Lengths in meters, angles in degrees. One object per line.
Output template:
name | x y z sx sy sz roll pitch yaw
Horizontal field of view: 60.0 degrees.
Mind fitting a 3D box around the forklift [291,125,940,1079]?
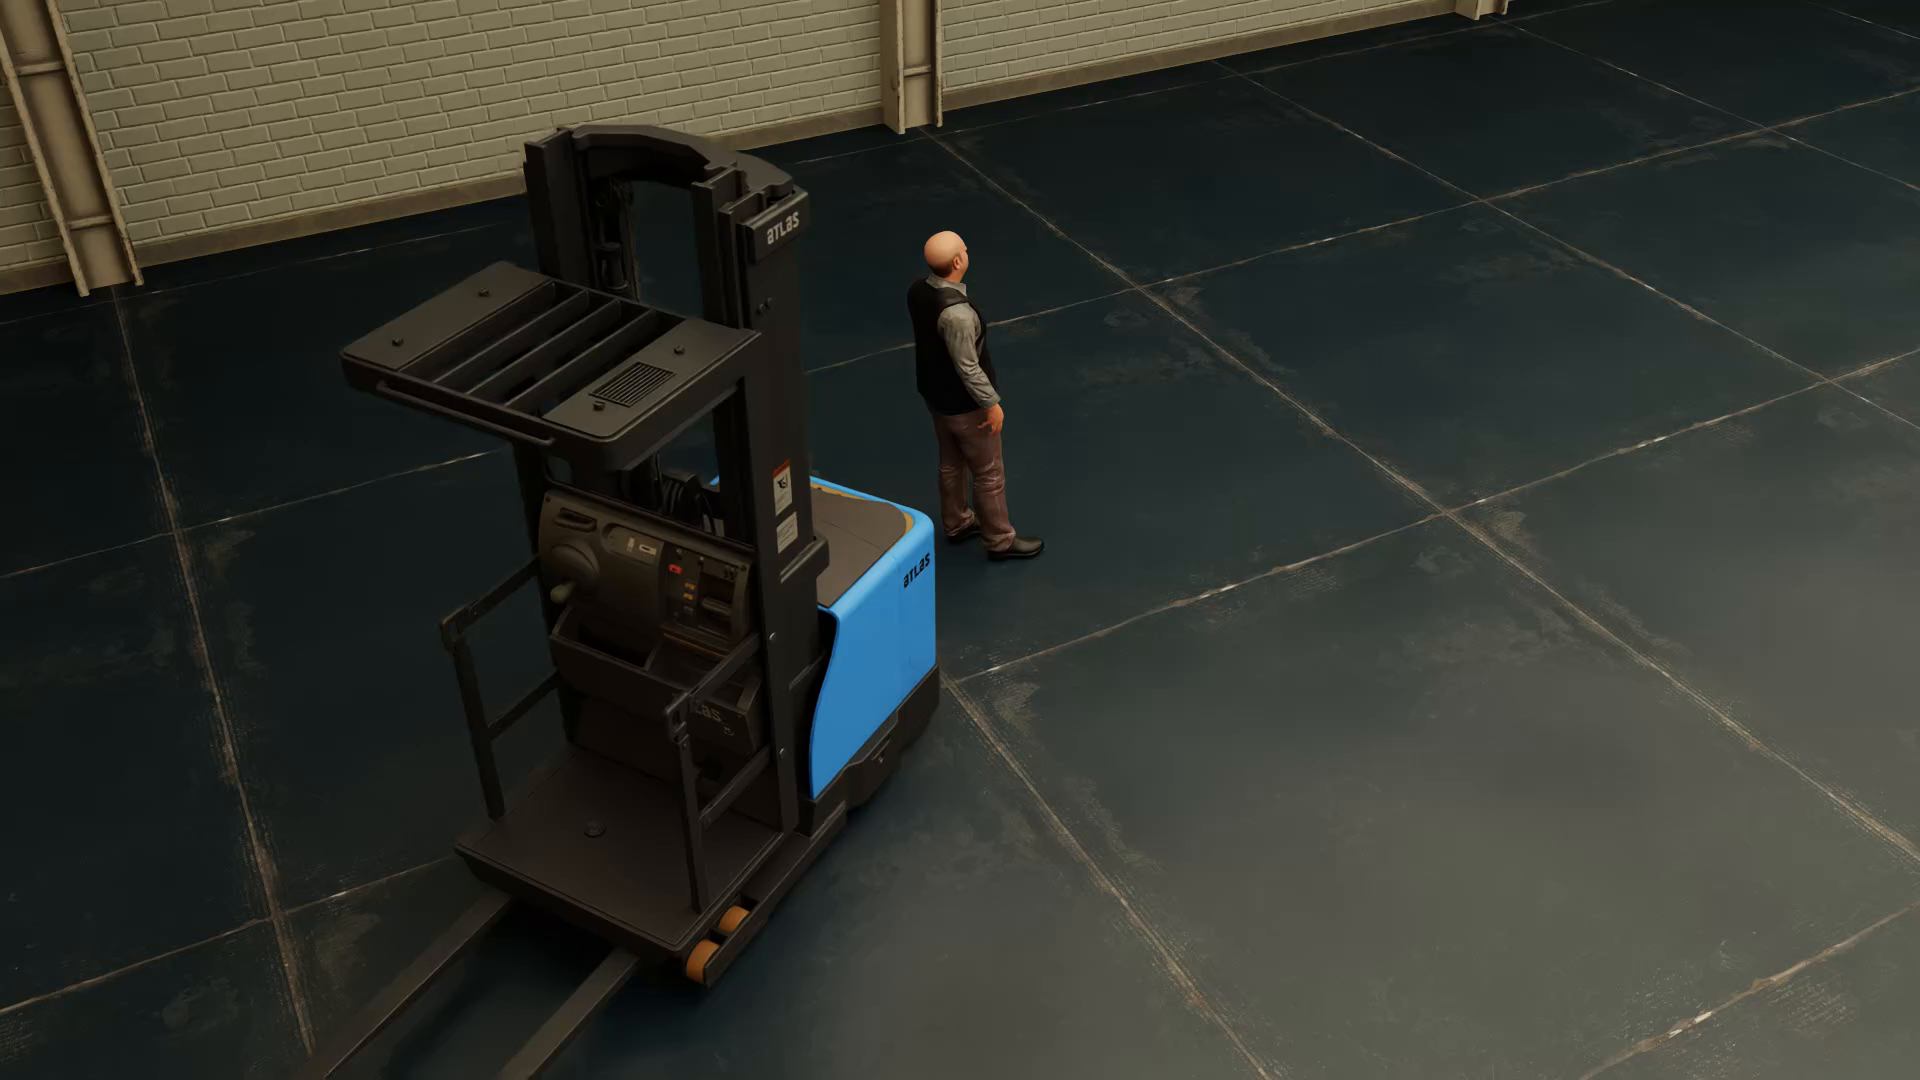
forklift | -1.253 0.180 5.869 1.130 2.935 3.031 18 39 24

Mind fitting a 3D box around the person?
person | 0.058 -0.721 8.179 0.568 1.720 0.632 -17 39 -23
